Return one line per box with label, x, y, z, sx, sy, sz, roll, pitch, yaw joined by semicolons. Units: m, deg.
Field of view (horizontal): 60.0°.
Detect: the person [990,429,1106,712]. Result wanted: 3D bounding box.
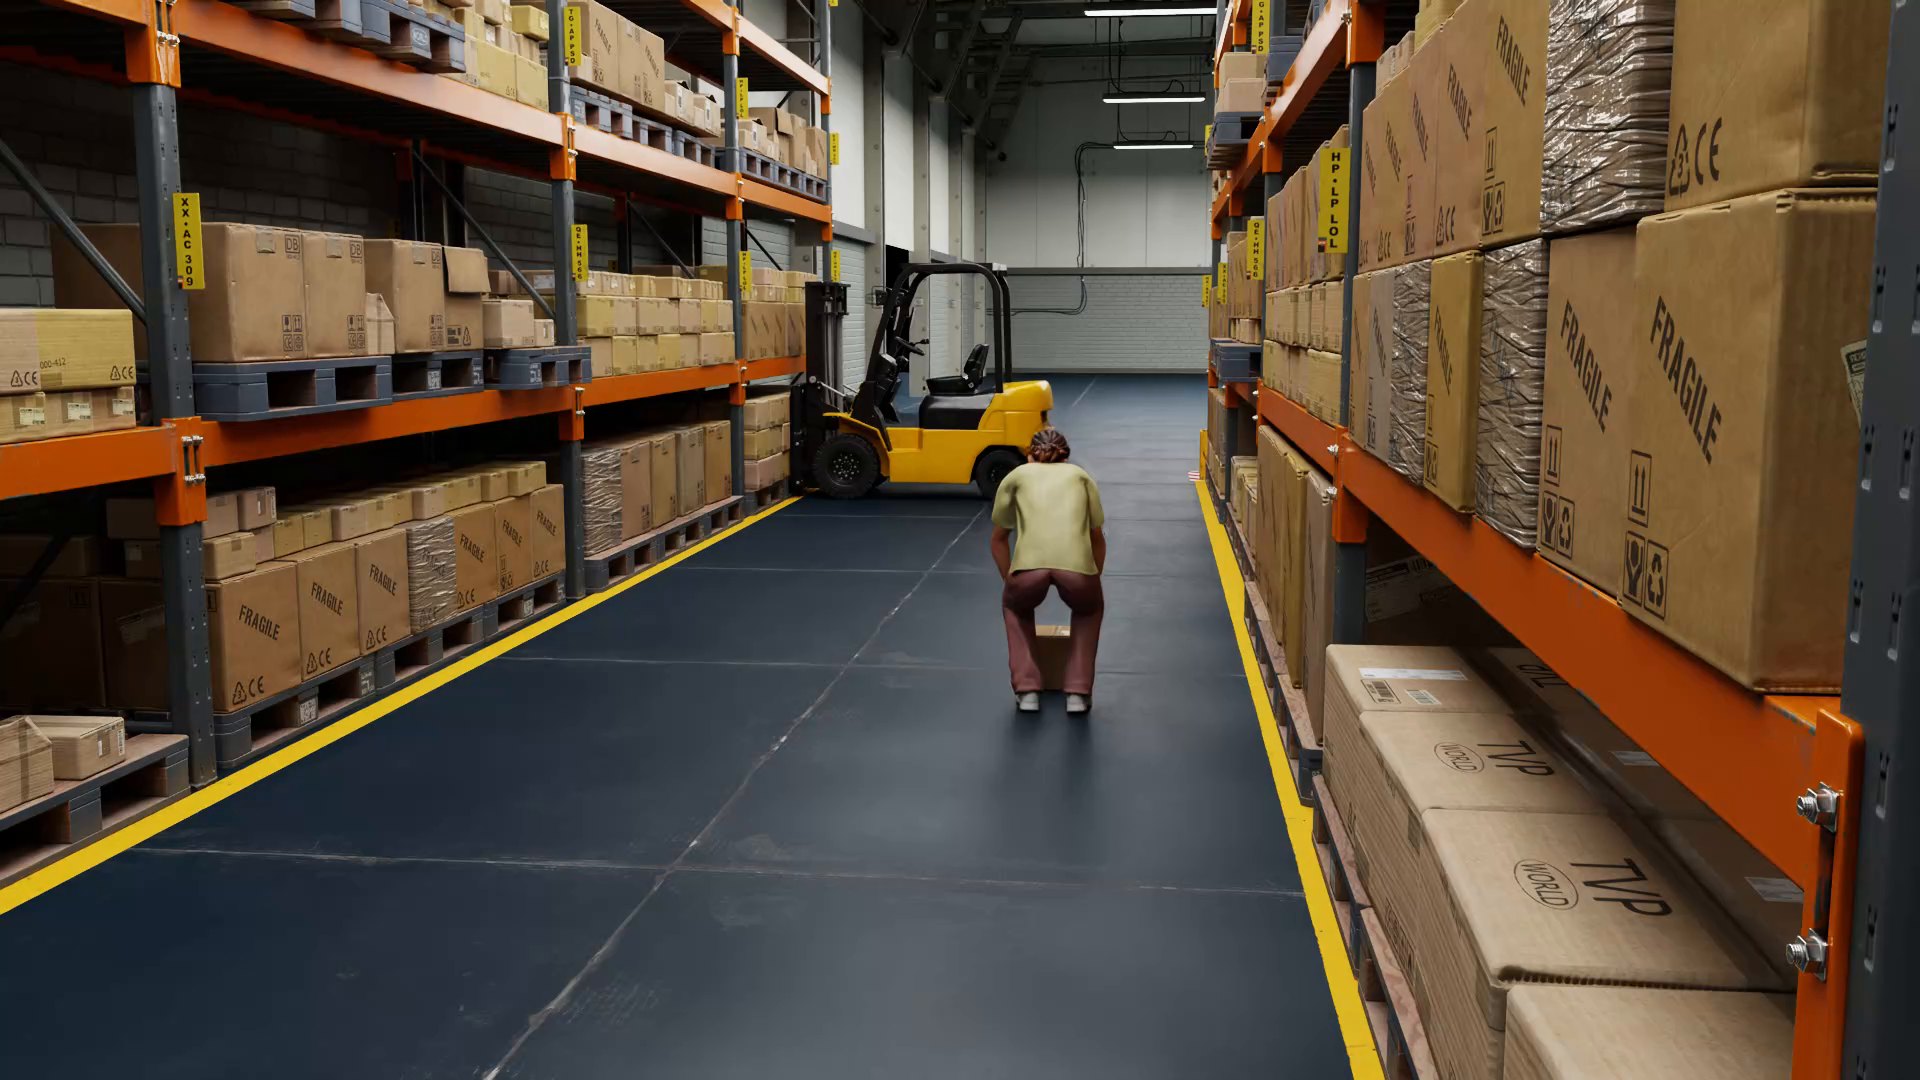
person;0.372;0.130;7.179;0.506;1.187;0.730;1;8;6
